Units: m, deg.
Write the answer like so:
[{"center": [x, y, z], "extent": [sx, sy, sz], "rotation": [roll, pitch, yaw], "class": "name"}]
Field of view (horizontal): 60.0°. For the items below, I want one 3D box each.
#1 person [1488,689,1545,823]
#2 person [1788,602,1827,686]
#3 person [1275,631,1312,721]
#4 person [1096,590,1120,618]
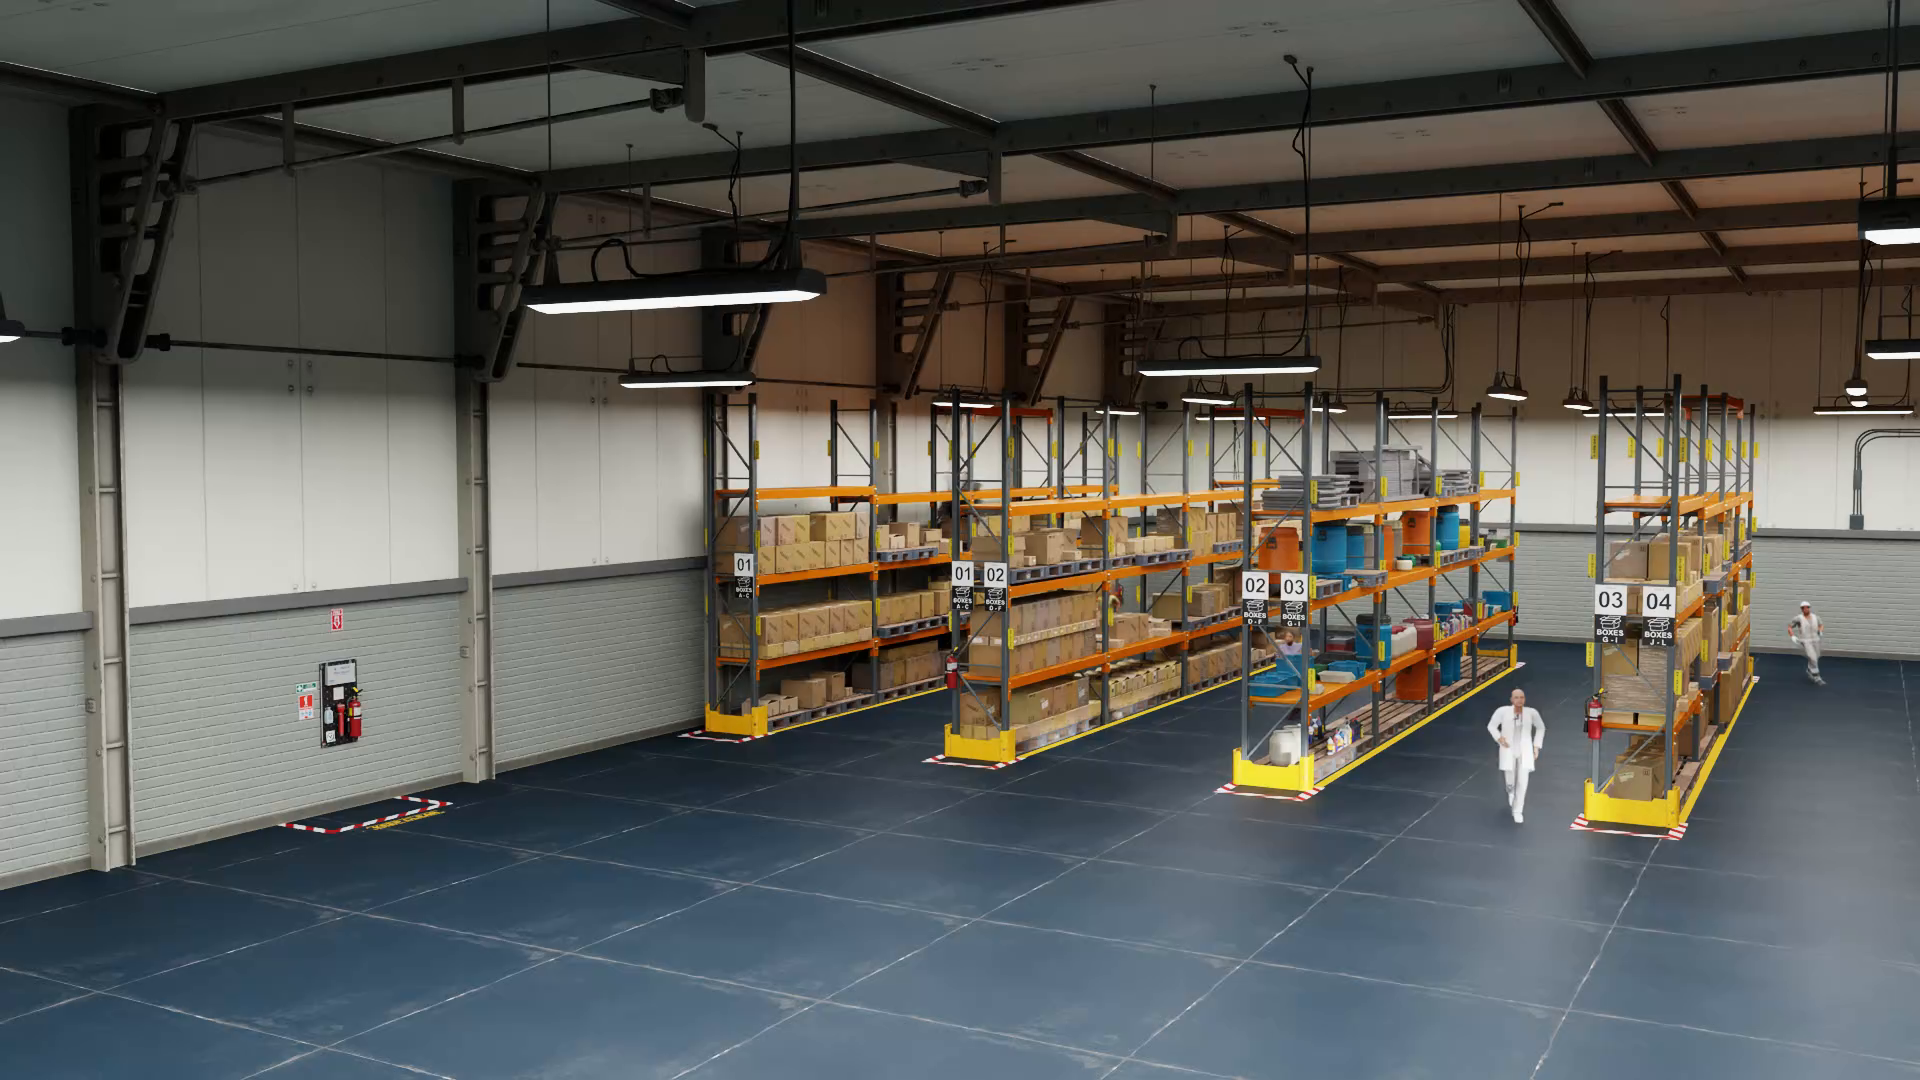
[{"center": [7.598, 2.916, 22.714], "extent": [0.751, 1.770, 0.801], "rotation": [1, 3, 16], "class": "person"}, {"center": [18.107, 2.191, 35.477], "extent": [0.716, 1.755, 0.886], "rotation": [0, 3, 1], "class": "person"}, {"center": [6.210, 2.520, 31.006], "extent": [0.626, 1.689, 0.832], "rotation": [2, 4, 31], "class": "person"}, {"center": [3.330, 1.860, 37.790], "extent": [0.529, 1.709, 0.849], "rotation": [2, 3, 26], "class": "person"}]
